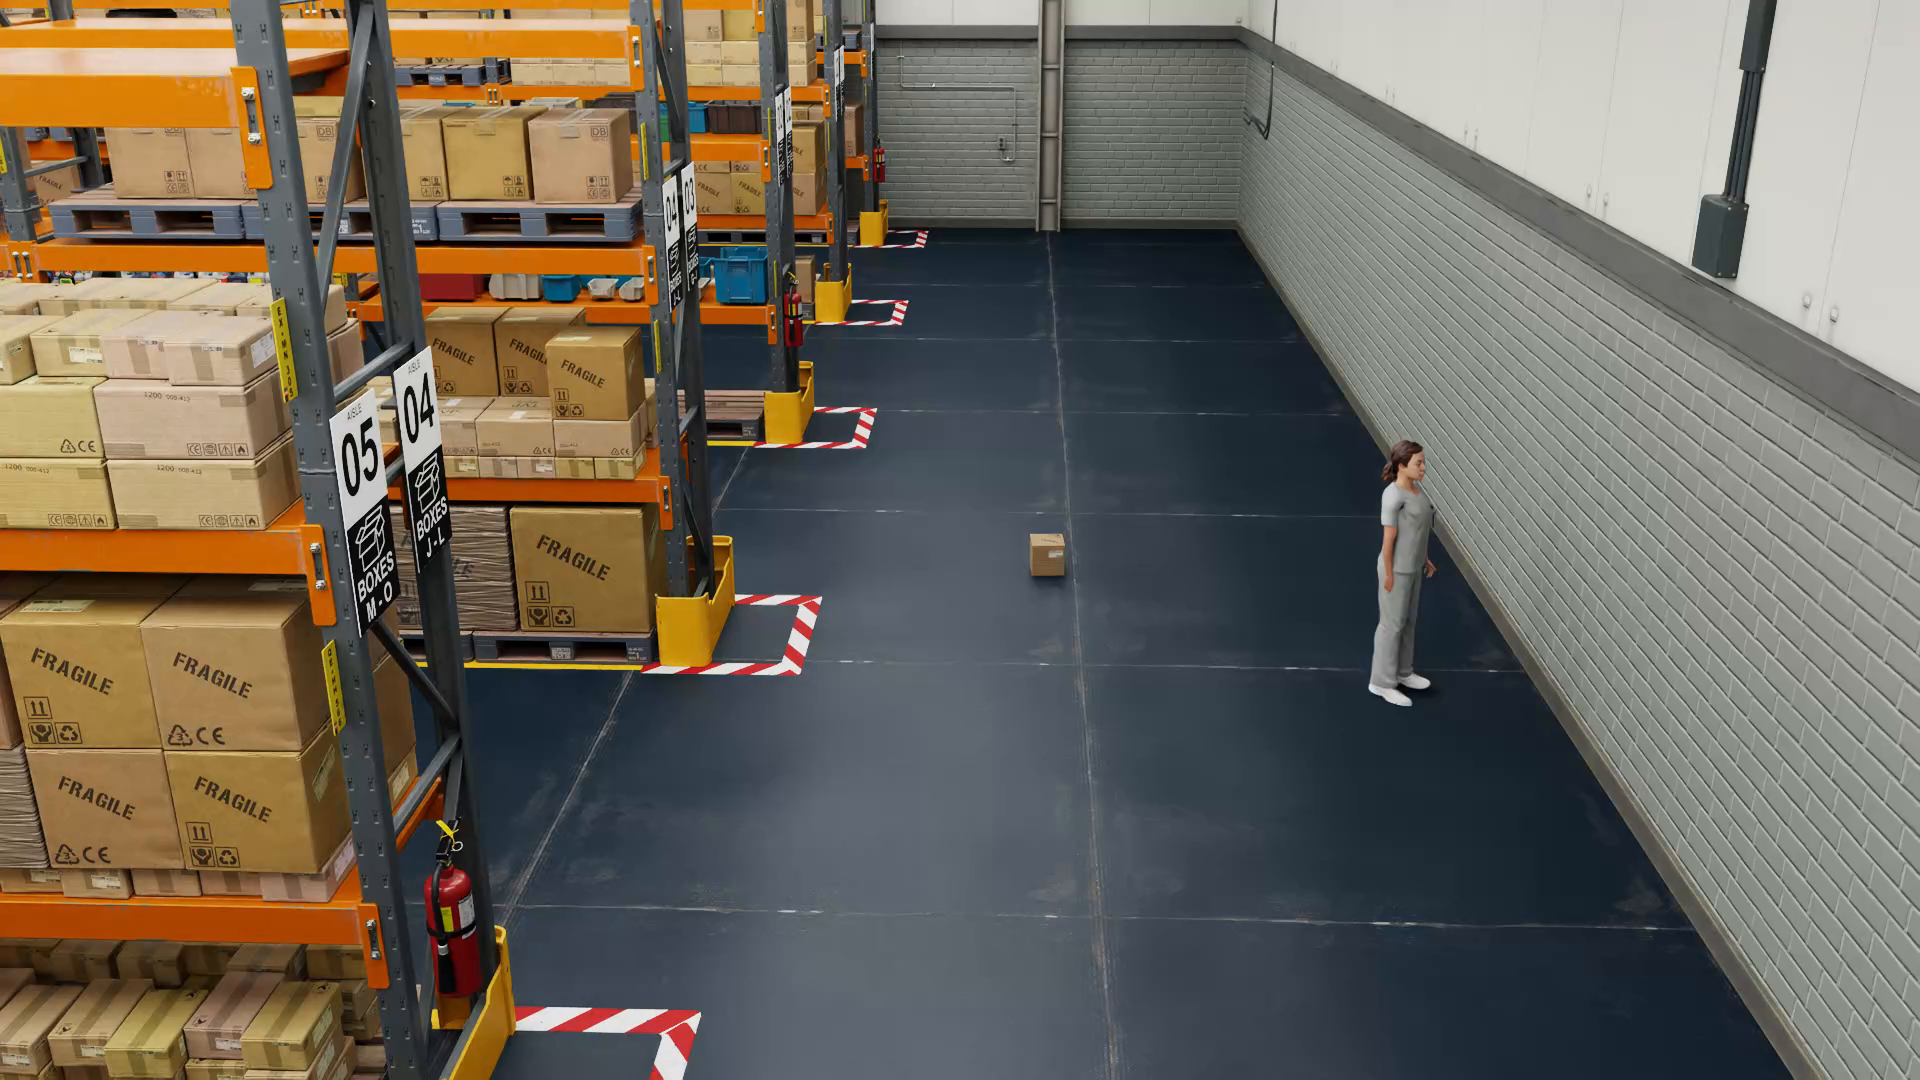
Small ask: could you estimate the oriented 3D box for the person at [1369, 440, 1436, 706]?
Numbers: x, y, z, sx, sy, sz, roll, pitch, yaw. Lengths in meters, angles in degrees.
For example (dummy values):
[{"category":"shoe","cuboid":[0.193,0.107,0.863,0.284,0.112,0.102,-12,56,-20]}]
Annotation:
[{"category":"person","cuboid":[2.832,0.191,10.595,0.428,1.692,0.444,13,25,31]}]
